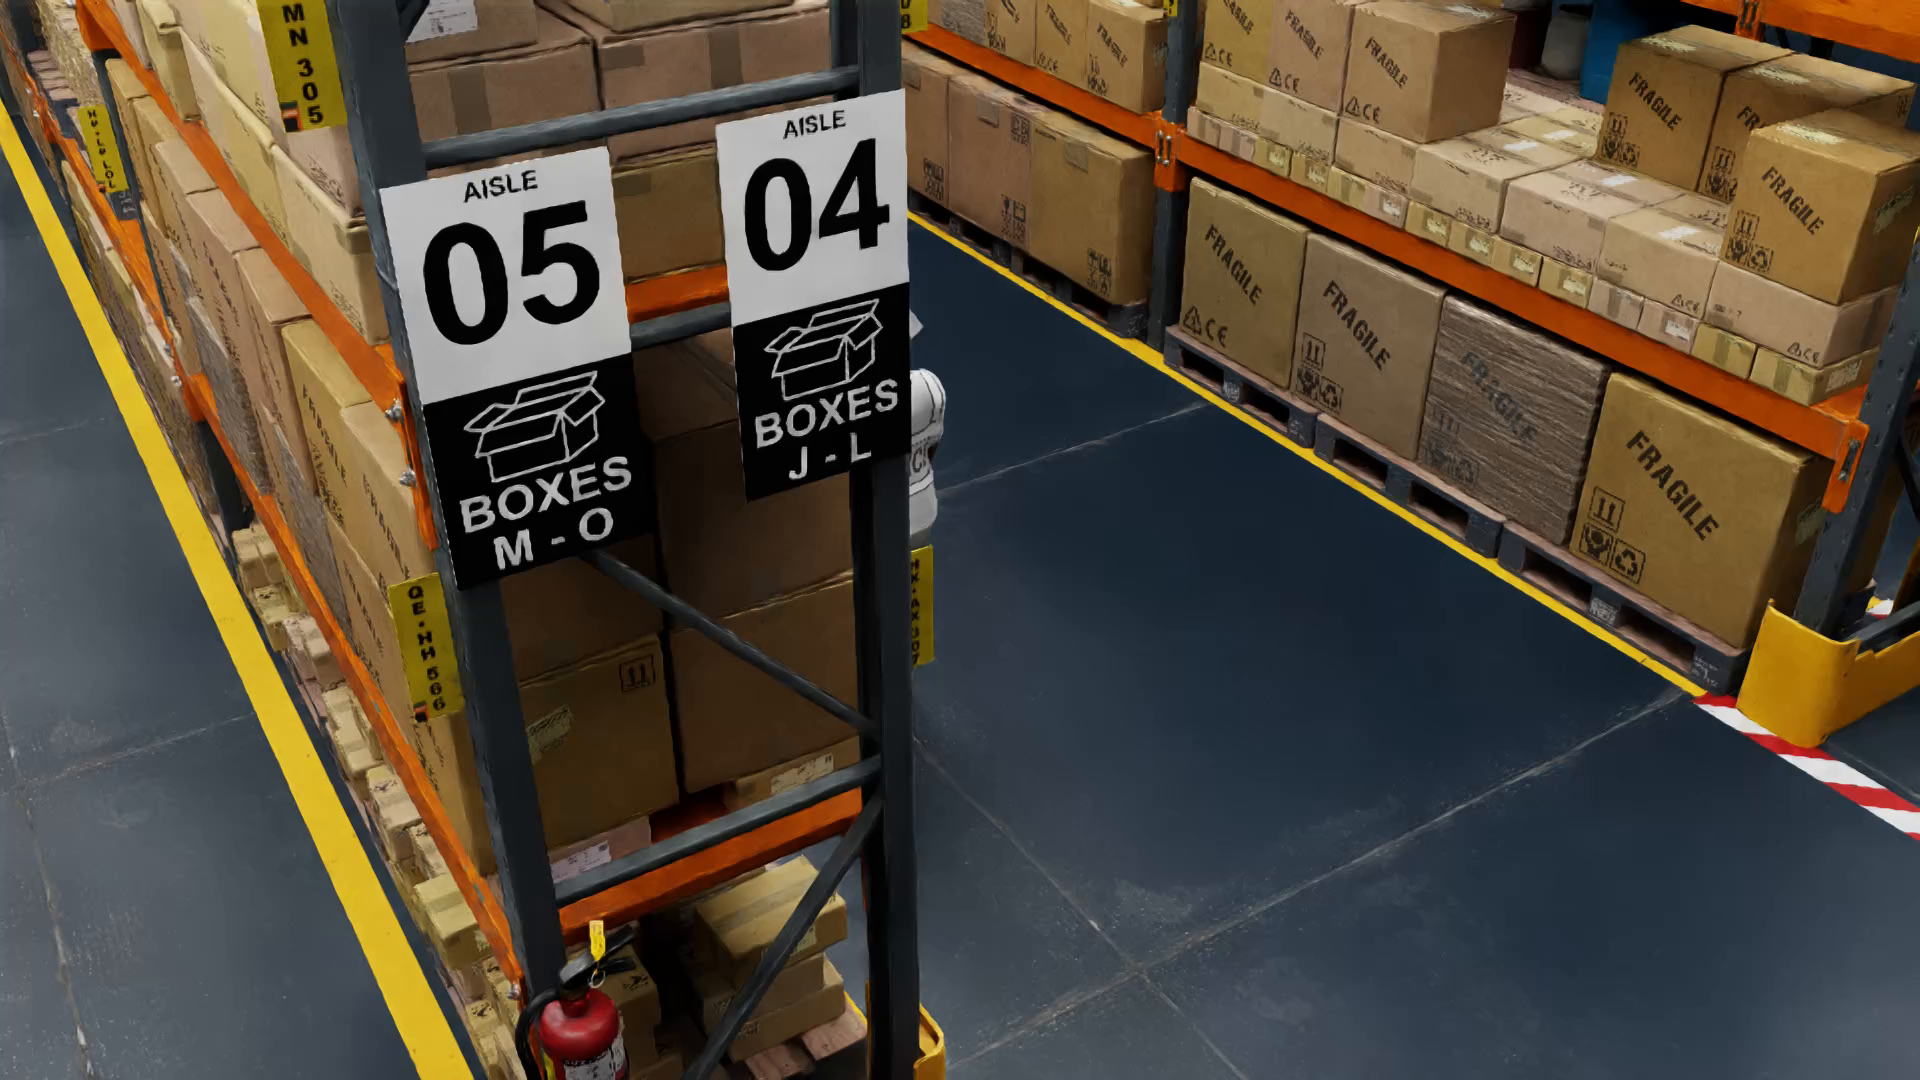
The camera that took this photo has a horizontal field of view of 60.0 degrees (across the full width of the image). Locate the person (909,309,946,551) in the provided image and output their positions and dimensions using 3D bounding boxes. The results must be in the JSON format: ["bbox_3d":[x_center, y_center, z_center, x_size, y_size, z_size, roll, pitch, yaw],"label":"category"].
[{"bbox_3d":[-0.348,-0.088,6.257,0.568,1.791,0.556,-26,41,-35],"label":"person"}]
